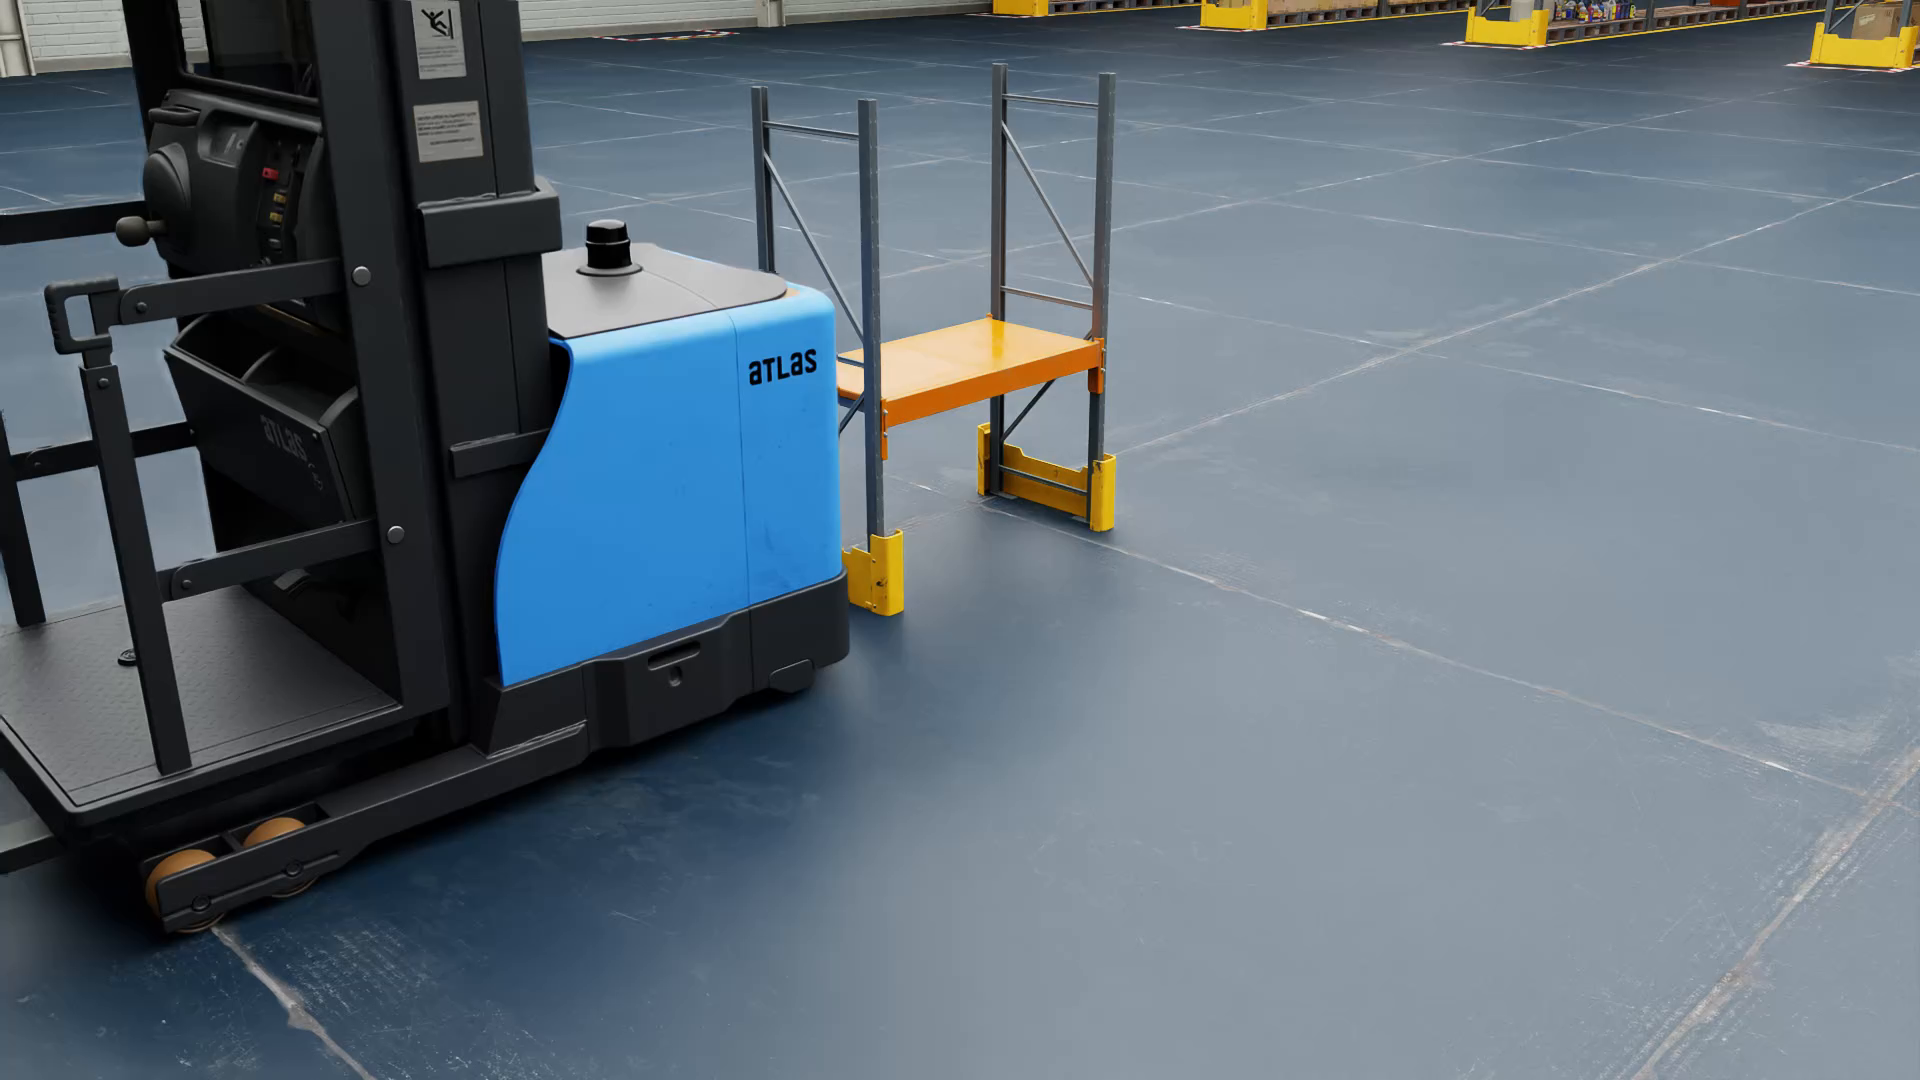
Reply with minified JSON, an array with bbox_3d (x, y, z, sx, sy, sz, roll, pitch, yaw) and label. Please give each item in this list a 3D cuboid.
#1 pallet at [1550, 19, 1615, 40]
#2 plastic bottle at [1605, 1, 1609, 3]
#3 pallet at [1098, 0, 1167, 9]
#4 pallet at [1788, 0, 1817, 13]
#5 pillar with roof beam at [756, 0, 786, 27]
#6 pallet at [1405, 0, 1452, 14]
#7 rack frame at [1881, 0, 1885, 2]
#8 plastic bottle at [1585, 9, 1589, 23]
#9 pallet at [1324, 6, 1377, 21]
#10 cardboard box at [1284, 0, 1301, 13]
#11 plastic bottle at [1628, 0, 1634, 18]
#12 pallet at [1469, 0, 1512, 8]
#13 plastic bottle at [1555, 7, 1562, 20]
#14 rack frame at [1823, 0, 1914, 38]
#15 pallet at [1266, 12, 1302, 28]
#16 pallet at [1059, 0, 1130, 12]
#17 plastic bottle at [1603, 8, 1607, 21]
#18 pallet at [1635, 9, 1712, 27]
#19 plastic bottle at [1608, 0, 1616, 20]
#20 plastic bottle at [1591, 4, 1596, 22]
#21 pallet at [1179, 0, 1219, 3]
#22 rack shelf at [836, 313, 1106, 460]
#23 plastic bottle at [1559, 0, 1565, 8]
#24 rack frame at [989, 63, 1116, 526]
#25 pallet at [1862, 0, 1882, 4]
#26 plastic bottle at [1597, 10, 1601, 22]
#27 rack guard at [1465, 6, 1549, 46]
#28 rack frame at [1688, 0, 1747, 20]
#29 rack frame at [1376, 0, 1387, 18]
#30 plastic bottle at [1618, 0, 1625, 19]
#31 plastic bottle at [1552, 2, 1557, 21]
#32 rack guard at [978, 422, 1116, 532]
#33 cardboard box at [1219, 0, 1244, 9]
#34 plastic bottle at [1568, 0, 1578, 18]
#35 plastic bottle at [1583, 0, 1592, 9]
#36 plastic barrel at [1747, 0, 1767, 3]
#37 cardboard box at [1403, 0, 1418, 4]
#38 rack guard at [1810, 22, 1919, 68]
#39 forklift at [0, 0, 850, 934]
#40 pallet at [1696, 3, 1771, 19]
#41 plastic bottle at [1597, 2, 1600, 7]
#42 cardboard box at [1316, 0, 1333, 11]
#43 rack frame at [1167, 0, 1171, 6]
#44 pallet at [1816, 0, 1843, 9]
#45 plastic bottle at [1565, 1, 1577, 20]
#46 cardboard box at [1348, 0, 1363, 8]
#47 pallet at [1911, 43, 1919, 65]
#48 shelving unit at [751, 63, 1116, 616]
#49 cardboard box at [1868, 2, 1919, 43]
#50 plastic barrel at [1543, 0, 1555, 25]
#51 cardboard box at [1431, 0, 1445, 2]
[{"bbox_3d":[9.628,-8.102,26.360,1.003,0.211,1.213,19,28,41],"label":"pallet"},{"bbox_3d":[10.477,-8.559,26.844,0.152,0.276,0.135,19,28,41],"label":"plastic bottle"},{"bbox_3d":[3.436,-10.878,33.581,1.003,0.211,1.213,19,28,41],"label":"pallet"},{"bbox_3d":[15.990,-10.448,32.463,1.003,0.211,1.213,19,28,41],"label":"pallet"},{"bbox_3d":[-0.144,-11.909,24.017,9.100,9.000,0.400,19,28,41],"label":"pillar with roof beam"},{"bbox_3d":[8.768,-10.335,32.168,1.003,0.211,1.213,19,28,41],"label":"pallet"},{"bbox_3d":[19.349,-12.966,35.127,1.000,3.000,0.127,19,28,41],"label":"rack frame"},{"bbox_3d":[9.747,-8.167,25.929,0.097,0.201,0.097,0,21,0],"label":"plastic bottle"},{"bbox_3d":[6.846,-9.626,30.325,1.003,0.211,1.213,19,28,41],"label":"pallet"},{"bbox_3d":[5.520,-9.218,28.623,0.500,0.250,0.500,19,28,41],"label":"cardboard box"},{"bbox_3d":[10.878,-8.612,26.974,0.133,0.283,0.061,-18,28,-39],"label":"plastic bottle"},{"bbox_3d":[10.769,-11.031,33.980,1.003,0.211,1.213,19,28,41],"label":"pallet"},{"bbox_3d":[9.549,-8.401,26.538,0.097,0.201,0.097,0,21,0],"label":"plastic bottle"},{"bbox_3d":[11.736,-7.613,21.201,1.000,3.000,0.127,19,28,41],"label":"rack frame"},{"bbox_3d":[5.144,-8.999,28.694,1.003,0.211,1.213,19,28,41],"label":"pallet"},{"bbox_3d":[2.585,-10.563,32.761,1.003,0.211,1.213,19,28,41],"label":"pallet"},{"bbox_3d":[10.196,-8.332,26.359,0.097,0.201,0.097,0,21,0],"label":"plastic bottle"},{"bbox_3d":[12.349,-9.106,28.972,1.003,0.211,1.213,19,28,41],"label":"pallet"},{"bbox_3d":[10.375,-8.480,26.535,0.144,0.351,0.185,19,28,40],"label":"plastic bottle"},{"bbox_3d":[9.914,-8.261,26.076,0.097,0.271,0.097,0,21,0],"label":"plastic bottle"},{"bbox_3d":[5.272,-11.575,35.395,1.003,0.211,1.213,19,28,41],"label":"pallet"},{"bbox_3d":[-0.060,-0.510,5.313,0.538,0.185,1.000,19,28,41],"label":"rack shelf"},{"bbox_3d":[9.689,-8.589,26.818,0.144,0.351,0.185,19,28,40],"label":"plastic bottle"},{"bbox_3d":[0.295,-0.809,5.588,0.500,1.500,0.032,19,28,41],"label":"rack frame"},{"bbox_3d":[18.745,-11.462,35.101,1.003,0.211,1.213,19,28,41],"label":"pallet"},{"bbox_3d":[10.053,-8.280,26.222,0.097,0.201,0.097,0,21,0],"label":"plastic bottle"},{"bbox_3d":[8.206,-7.718,24.957,1.175,0.500,0.348,19,28,41],"label":"rack guard"},{"bbox_3d":[13.768,-10.909,29.777,1.000,3.000,0.127,19,28,41],"label":"rack frame"},{"bbox_3d":[7.431,-11.122,30.330,1.000,3.000,0.127,19,28,41],"label":"rack frame"},{"bbox_3d":[10.601,-8.563,26.751,0.144,0.351,0.185,18,27,38],"label":"plastic bottle"},{"bbox_3d":[9.426,-8.404,26.431,0.061,0.283,0.133,19,28,41],"label":"plastic bottle"},{"bbox_3d":[0.294,-0.225,5.812,0.587,0.250,0.087,19,28,41],"label":"rack guard"},{"bbox_3d":[4.803,-9.218,28.624,0.500,0.250,0.500,19,28,41],"label":"cardboard box"},{"bbox_3d":[9.985,-8.698,27.102,0.144,0.351,0.185,18,27,38],"label":"plastic bottle"},{"bbox_3d":[10.220,-8.710,27.135,0.144,0.351,0.185,19,28,41],"label":"plastic bottle"},{"bbox_3d":[14.885,-10.400,31.228,0.600,0.588,0.708,19,28,41],"label":"plastic barrel"},{"bbox_3d":[8.247,-10.207,31.197,0.500,0.250,0.500,-19,28,-41],"label":"cardboard box"},{"bbox_3d":[11.789,-6.466,21.701,1.175,0.500,0.348,19,28,41],"label":"rack guard"},{"bbox_3d":[-1.729,-0.764,3.477,3.031,2.935,1.130,-18,28,-39],"label":"forklift"},{"bbox_3d":[14.288,-9.821,30.832,1.003,0.211,1.213,19,28,41],"label":"pallet"},{"bbox_3d":[10.182,-8.434,26.510,0.061,0.283,0.133,19,28,41],"label":"plastic bottle"},{"bbox_3d":[6.222,-9.474,29.288,0.500,0.250,0.500,19,28,41],"label":"cardboard box"},{"bbox_3d":[3.879,-12.361,33.553,1.000,3.000,0.127,19,28,41],"label":"rack frame"},{"bbox_3d":[17.043,-10.835,33.469,1.003,0.211,1.213,19,28,41],"label":"pallet"},{"bbox_3d":[9.812,-8.523,26.752,0.152,0.276,0.135,19,28,41],"label":"plastic bottle"},{"bbox_3d":[6.908,-9.734,29.967,0.500,0.250,0.500,19,28,41],"label":"cardboard box"},{"bbox_3d":[12.381,-6.531,22.273,1.003,0.211,1.213,19,28,41],"label":"pallet"},{"bbox_3d":[-0.053,-0.680,5.255,0.587,1.500,1.083,19,28,41],"label":"shelving unit"},{"bbox_3d":[12.576,-6.961,22.403,0.500,0.500,0.500,-12,24,-28],"label":"cardboard box"},{"bbox_3d":[8.941,-8.205,25.623,0.421,0.512,0.421,0,21,0],"label":"plastic barrel"},{"bbox_3d":[8.962,-10.472,31.885,0.500,0.250,0.500,-20,28,-41],"label":"cardboard box"}]
